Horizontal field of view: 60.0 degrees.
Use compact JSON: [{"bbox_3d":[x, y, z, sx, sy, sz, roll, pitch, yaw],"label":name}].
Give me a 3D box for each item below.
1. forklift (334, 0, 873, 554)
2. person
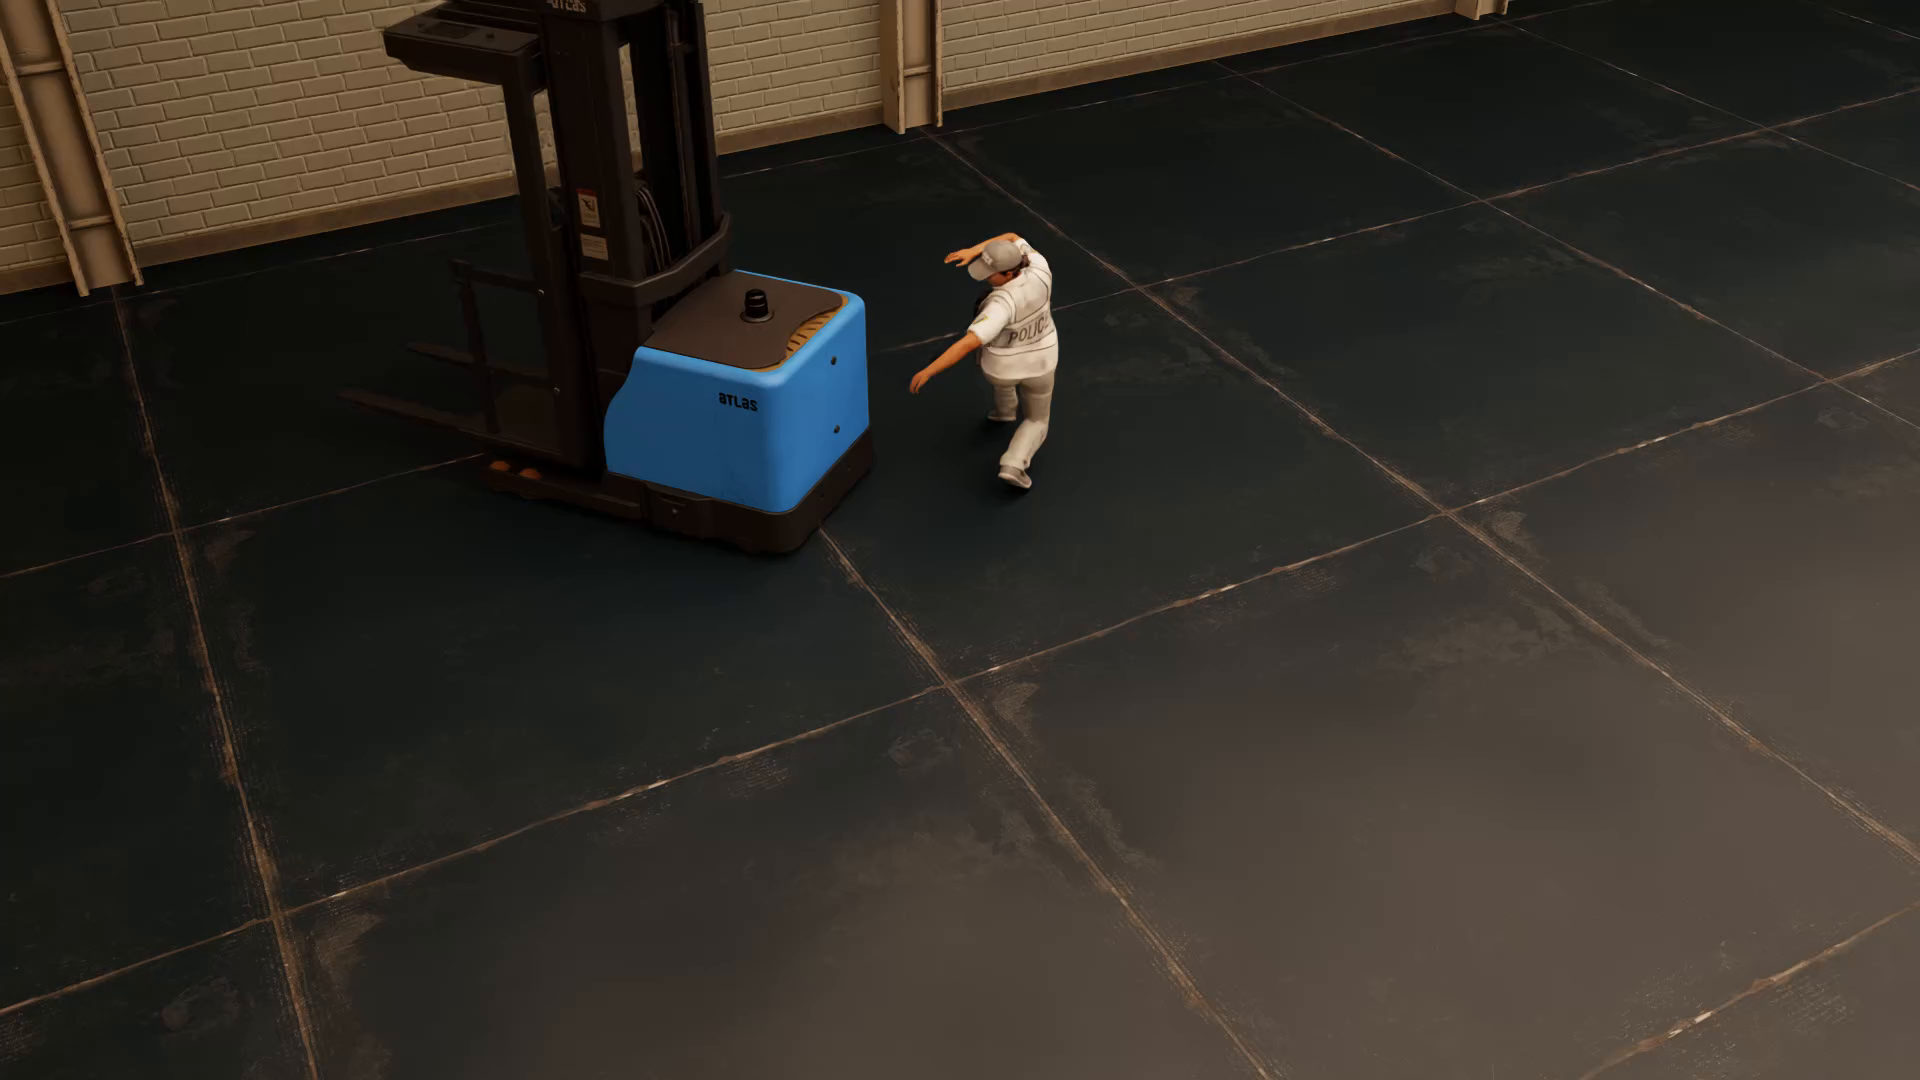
[{"bbox_3d":[-2.042,-1.677,8.496,3.031,2.935,1.130,14,38,19],"label":"forklift"},{"bbox_3d":[0.105,-1.004,8.901,0.852,1.387,0.950,-5,36,-8],"label":"person"}]
